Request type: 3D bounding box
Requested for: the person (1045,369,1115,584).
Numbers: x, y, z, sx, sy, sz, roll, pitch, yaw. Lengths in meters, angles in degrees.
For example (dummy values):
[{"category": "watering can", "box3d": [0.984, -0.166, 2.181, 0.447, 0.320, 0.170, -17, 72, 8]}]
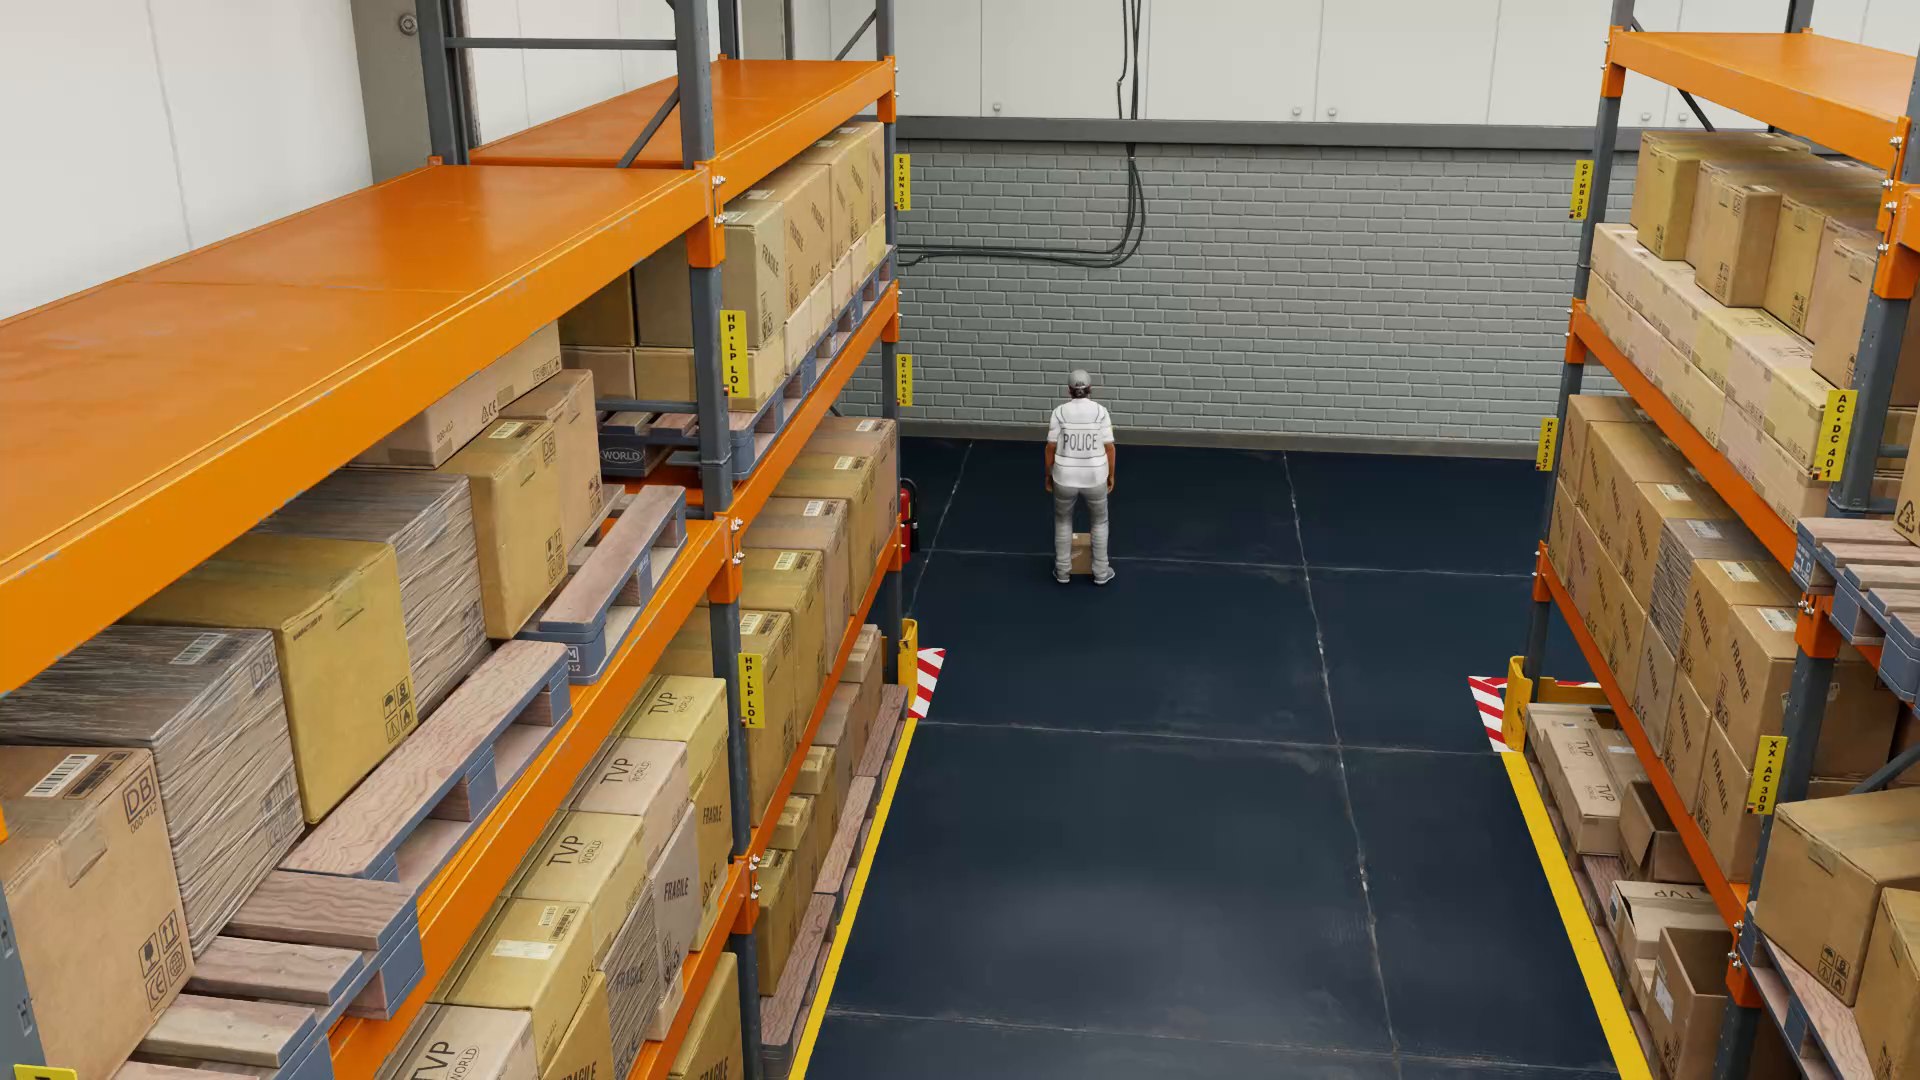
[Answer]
[{"category": "person", "box3d": [0.926, -0.475, 12.686, 0.560, 1.667, 0.466, 2, 21, 4]}]
